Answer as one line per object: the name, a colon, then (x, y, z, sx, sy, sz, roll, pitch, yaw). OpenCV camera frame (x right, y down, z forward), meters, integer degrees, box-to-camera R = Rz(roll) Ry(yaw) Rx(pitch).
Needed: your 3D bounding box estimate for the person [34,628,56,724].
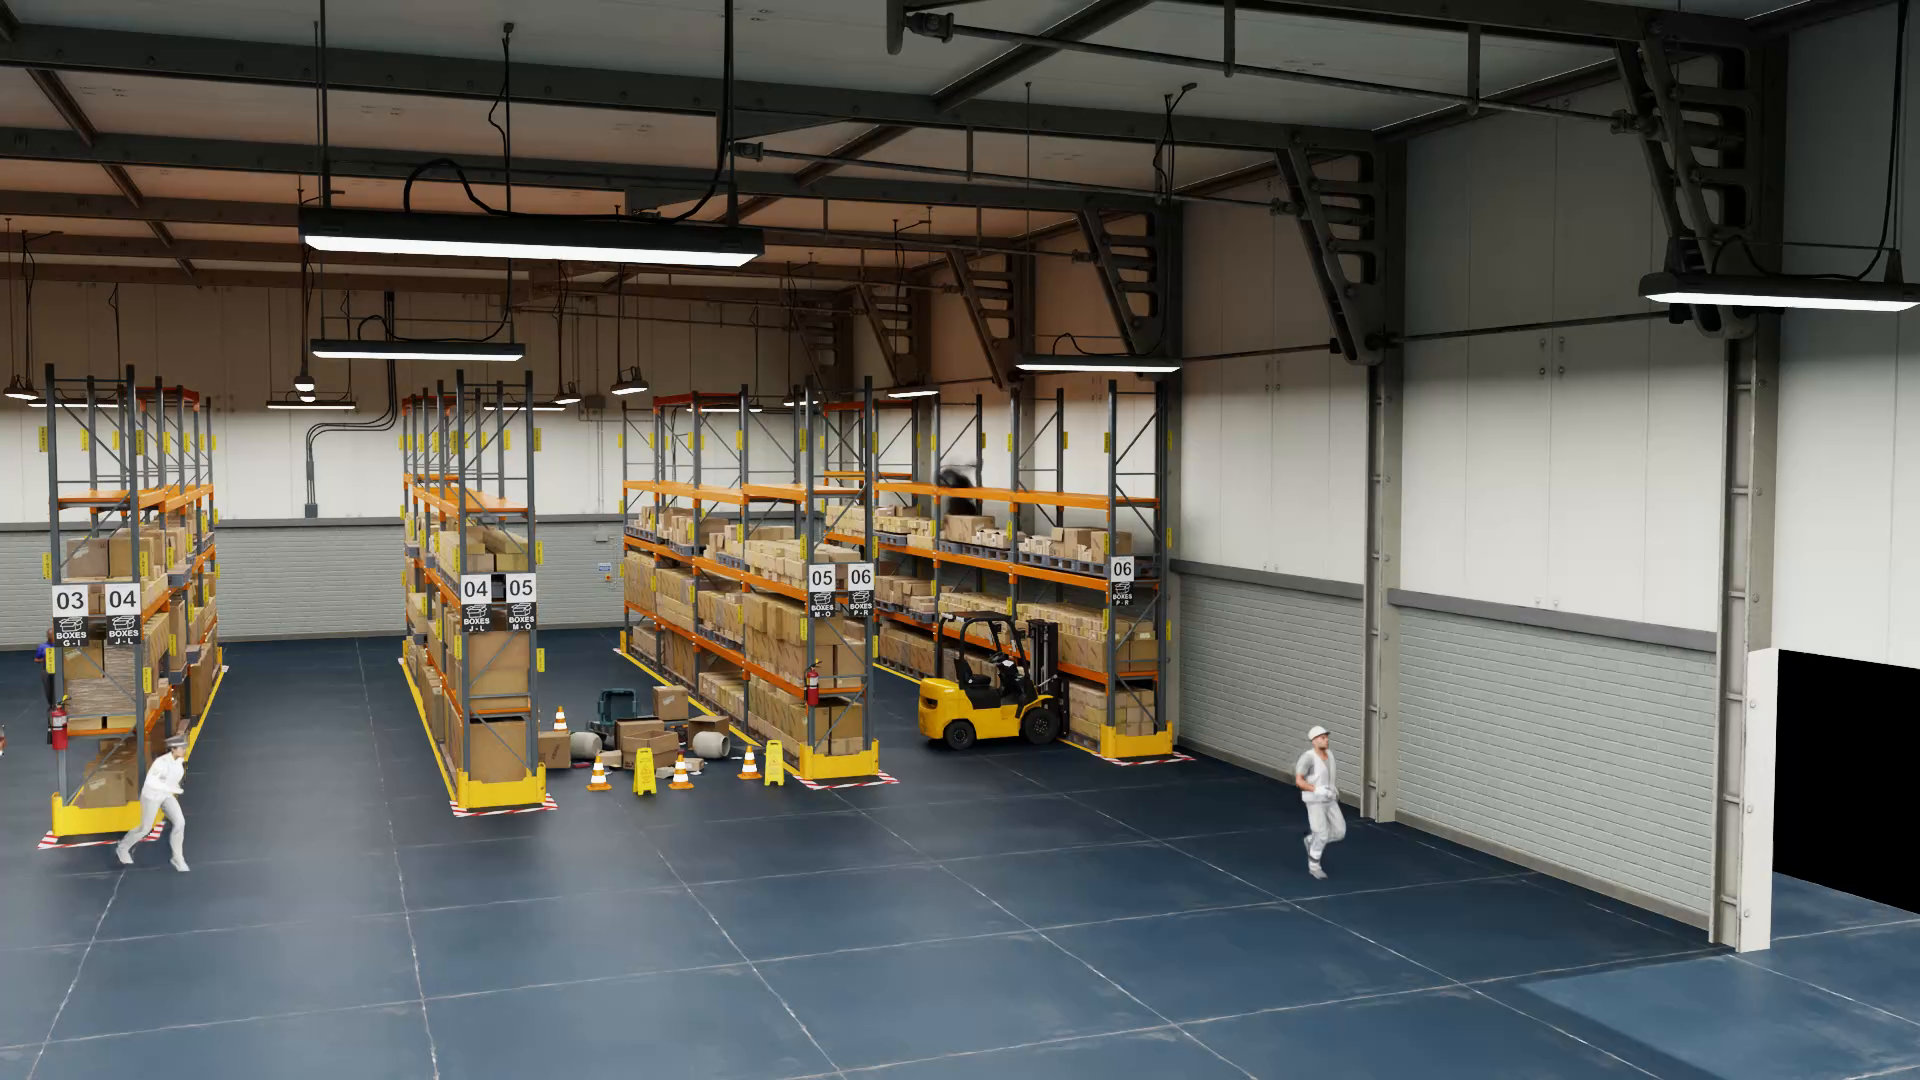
person: (-16.197, 2.413, 29.681, 0.575, 1.644, 0.909, -1, 4, -21)

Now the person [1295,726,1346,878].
person: (4.149, 3.011, 19.146, 0.701, 1.745, 0.609, -2, 4, -36)

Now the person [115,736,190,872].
person: (-9.474, 3.090, 19.528, 0.966, 1.626, 0.657, 1, 3, 9)

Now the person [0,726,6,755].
person: (-12.433, 2.883, 21.030, 0.670, 1.790, 0.829, -3, 4, -37)
